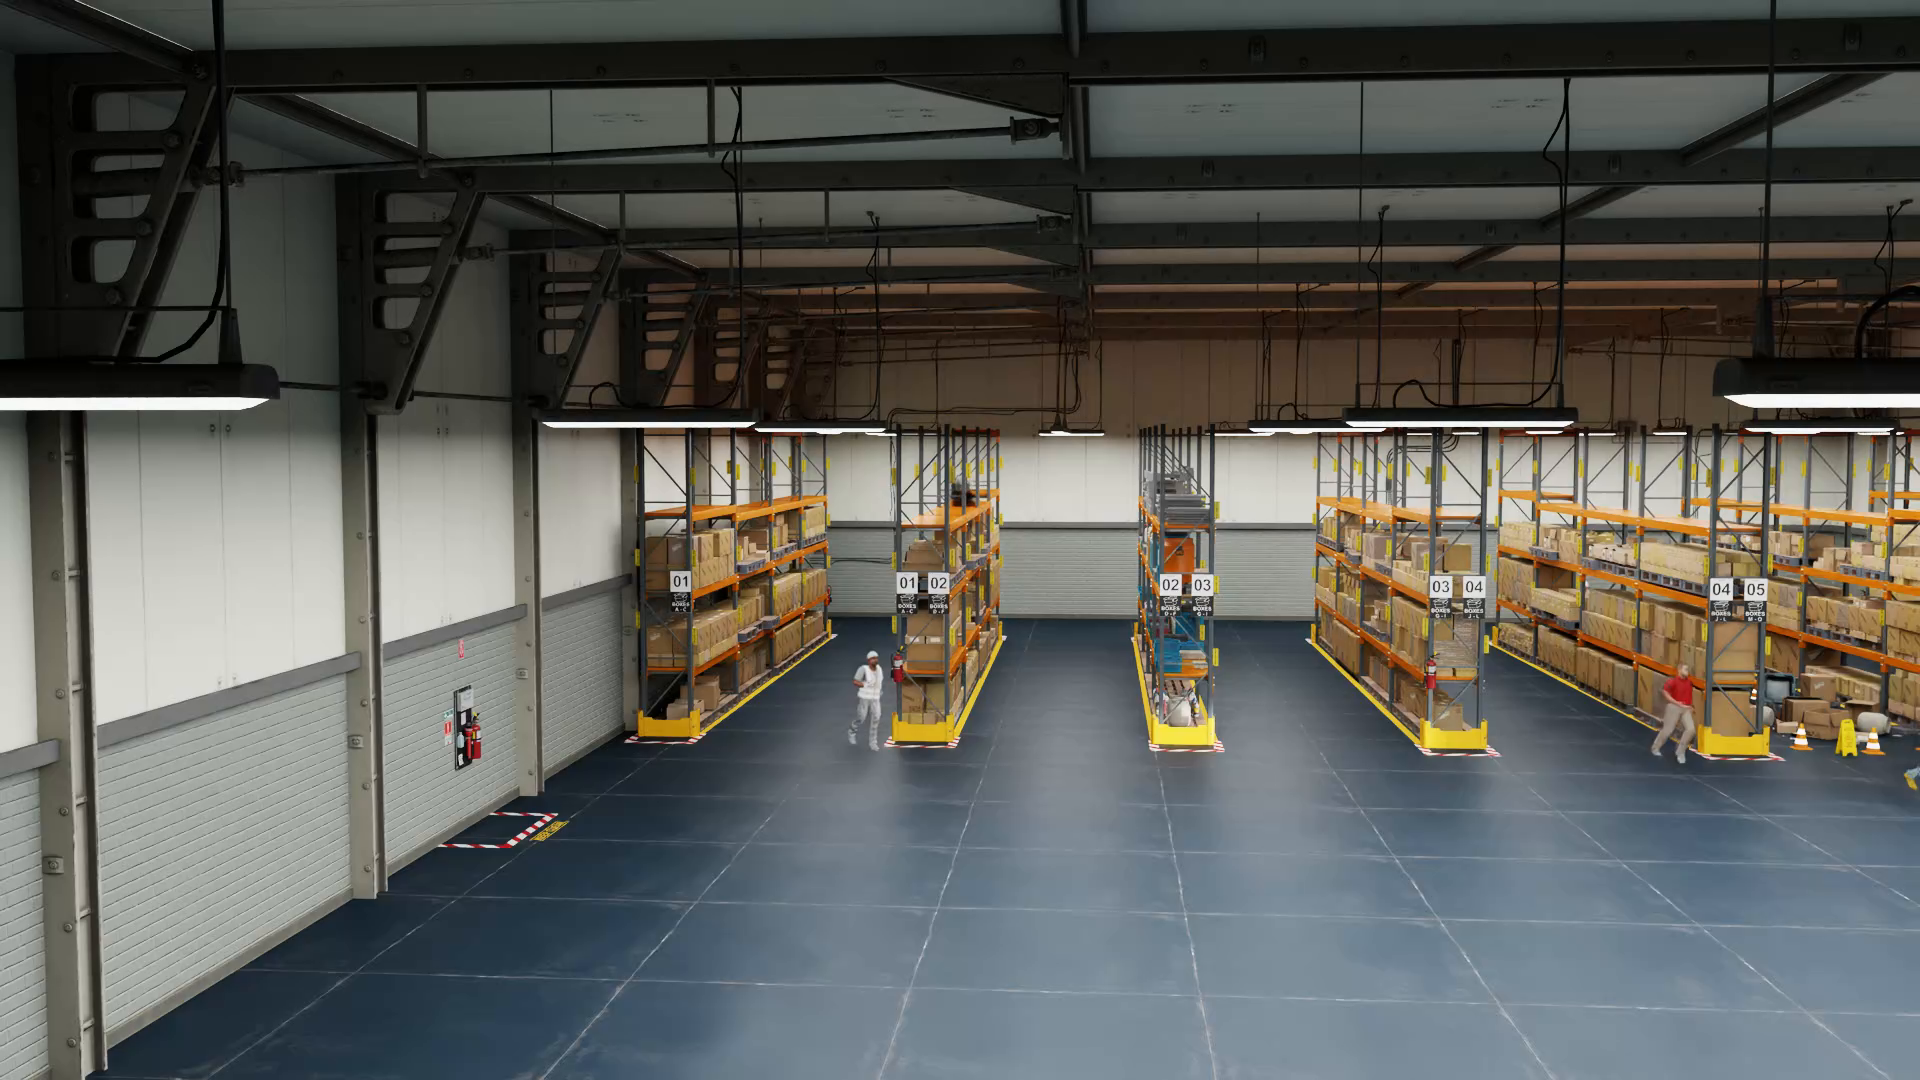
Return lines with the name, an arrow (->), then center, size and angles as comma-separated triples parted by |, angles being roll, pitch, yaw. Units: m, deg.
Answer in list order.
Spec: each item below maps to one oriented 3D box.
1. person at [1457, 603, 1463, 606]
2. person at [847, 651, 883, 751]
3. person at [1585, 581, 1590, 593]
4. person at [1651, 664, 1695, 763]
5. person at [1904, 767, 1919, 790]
person -> 13.471, 2.186, 44.450 | 0.572, 1.702, 0.682 | 0, 3, 5
person -> -1.676, 2.950, 30.793 | 0.694, 1.792, 0.909 | -2, 4, -34
person -> 17.947, 2.018, 47.248 | 0.807, 1.711, 0.653 | 0, 3, -7
person -> 12.818, 3.085, 29.686 | 0.737, 1.759, 0.698 | -1, 4, -18
person -> 15.541, 3.230, 26.512 | 0.812, 1.741, 0.711 | 3, 5, 44
